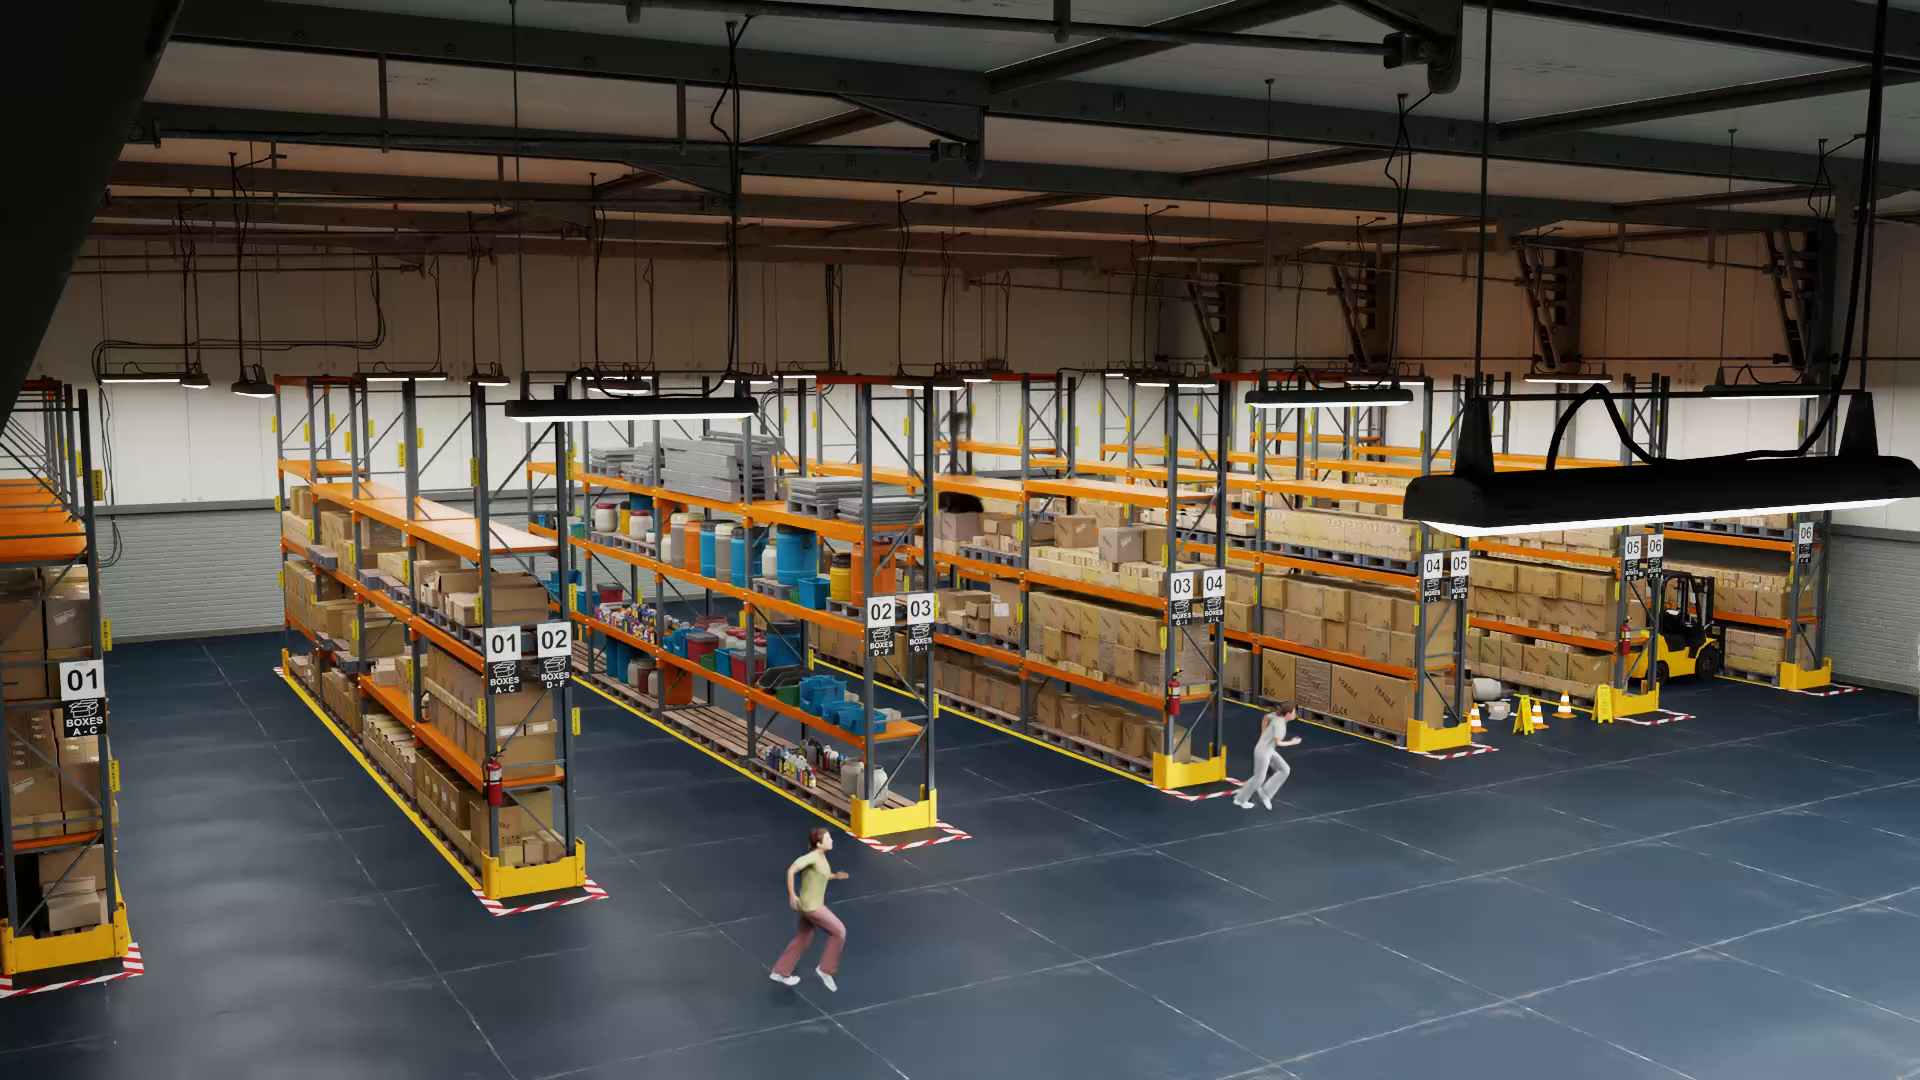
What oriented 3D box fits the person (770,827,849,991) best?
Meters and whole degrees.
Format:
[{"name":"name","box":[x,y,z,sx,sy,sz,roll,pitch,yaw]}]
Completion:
[{"name":"person","box":[-1.509,3.692,16.620,0.800,1.674,0.601,0,6,2]}]

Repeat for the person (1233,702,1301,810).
[{"name":"person","box":[4.318,3.016,23.329,0.926,1.538,0.593,1,6,12]}]

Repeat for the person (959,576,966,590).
[{"name":"person","box":[0.057,0.877,42.237,0.749,1.757,0.542,-4,8,-36]}]
